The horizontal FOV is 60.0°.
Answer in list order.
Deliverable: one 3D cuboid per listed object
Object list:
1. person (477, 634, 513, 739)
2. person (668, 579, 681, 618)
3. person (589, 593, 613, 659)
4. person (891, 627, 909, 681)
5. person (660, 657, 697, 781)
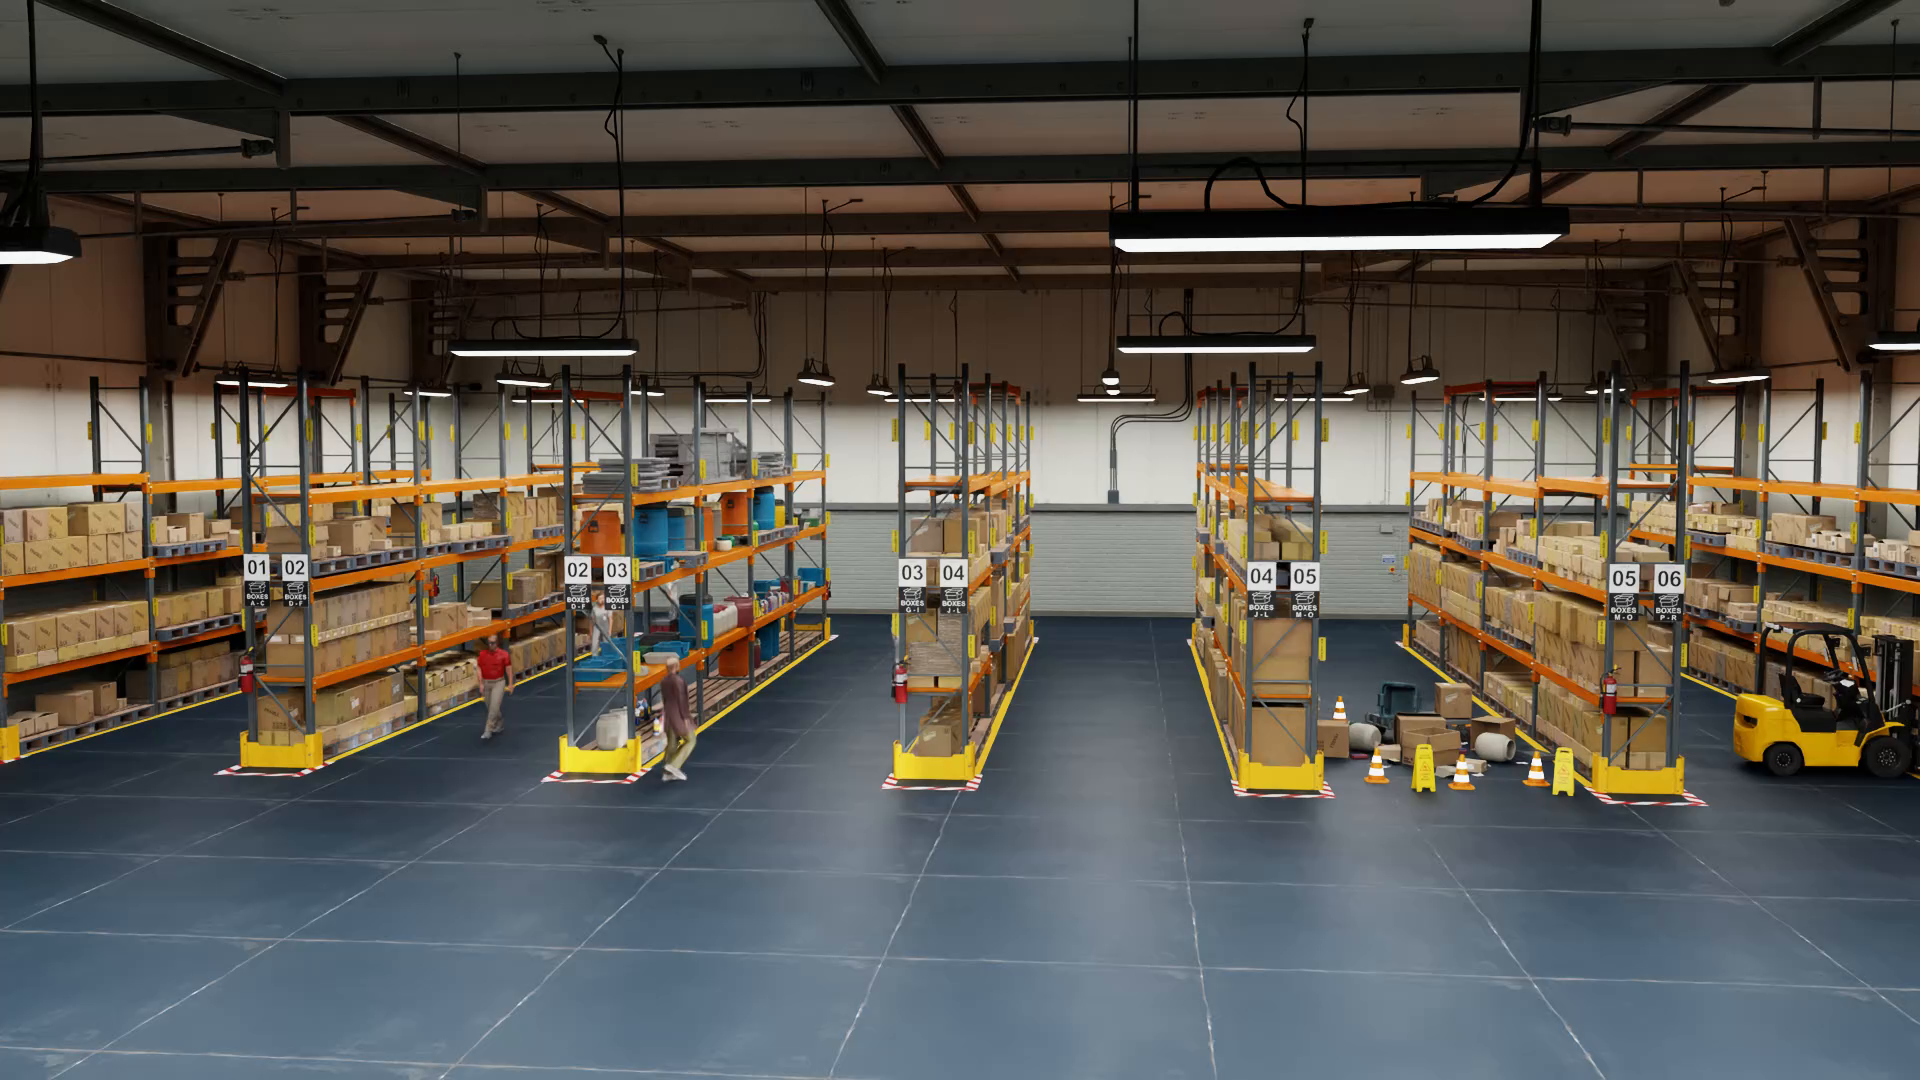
[{"bbox_3d":[-7.719,2.394,27.384,0.539,1.664,1.000,1,4,10],"label":"person"},{"bbox_3d":[-7.374,1.454,42.912,0.448,1.625,0.439,0,4,7],"label":"person"},{"bbox_3d":[-7.571,1.924,34.972,0.518,1.600,1.044,0,4,-3],"label":"person"},{"bbox_3d":[-1.114,2.035,33.380,0.533,1.666,0.502,1,4,10],"label":"person"},{"bbox_3d":[-4.107,2.573,23.971,0.542,1.757,0.714,-3,5,-42],"label":"person"}]
